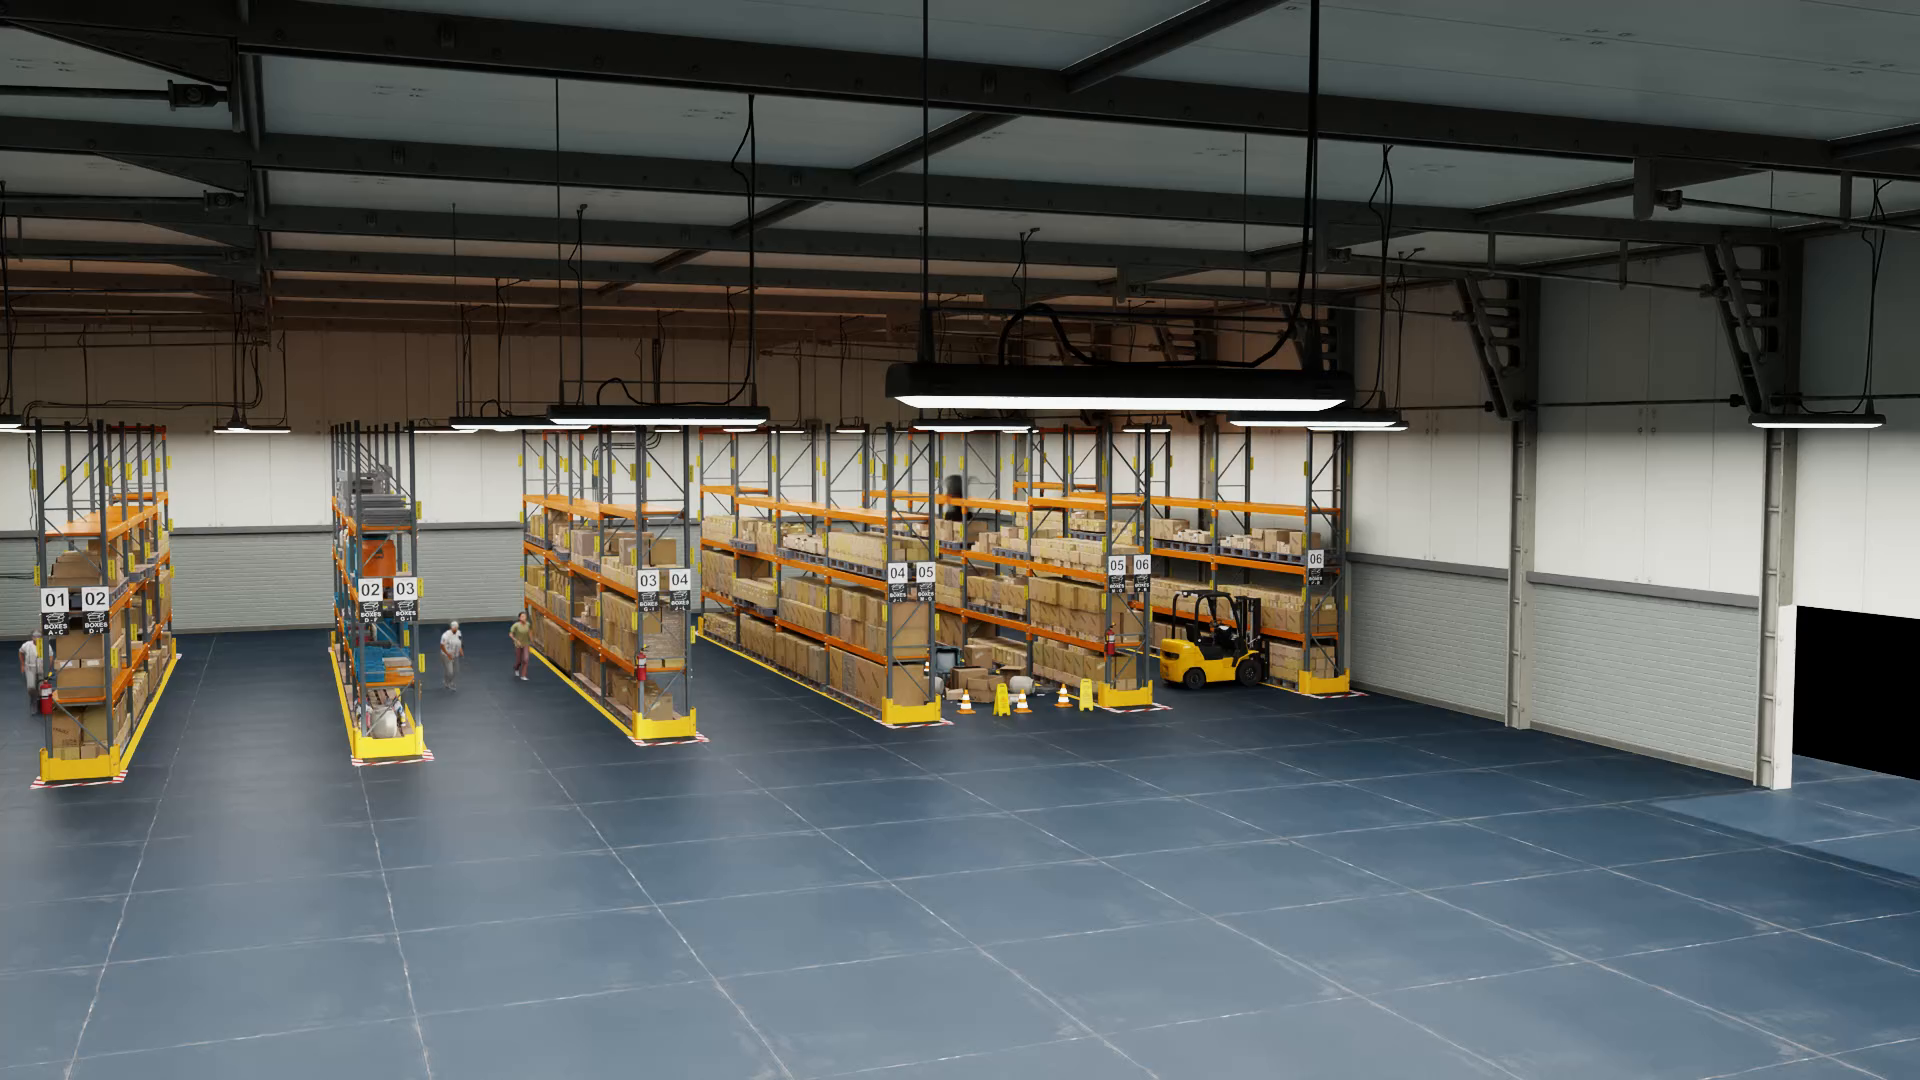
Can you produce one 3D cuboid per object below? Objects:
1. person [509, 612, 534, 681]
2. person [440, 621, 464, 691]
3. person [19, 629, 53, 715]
[{"bbox_3d":[-10.331,2.477,39.107,0.579,1.620,0.764,-2,4,-31],"label":"person"},{"bbox_3d":[-11.475,2.606,37.442,0.813,1.605,0.610,3,4,35],"label":"person"},{"bbox_3d":[-19.071,2.725,34.345,0.606,1.796,0.855,-2,4,-30],"label":"person"}]
